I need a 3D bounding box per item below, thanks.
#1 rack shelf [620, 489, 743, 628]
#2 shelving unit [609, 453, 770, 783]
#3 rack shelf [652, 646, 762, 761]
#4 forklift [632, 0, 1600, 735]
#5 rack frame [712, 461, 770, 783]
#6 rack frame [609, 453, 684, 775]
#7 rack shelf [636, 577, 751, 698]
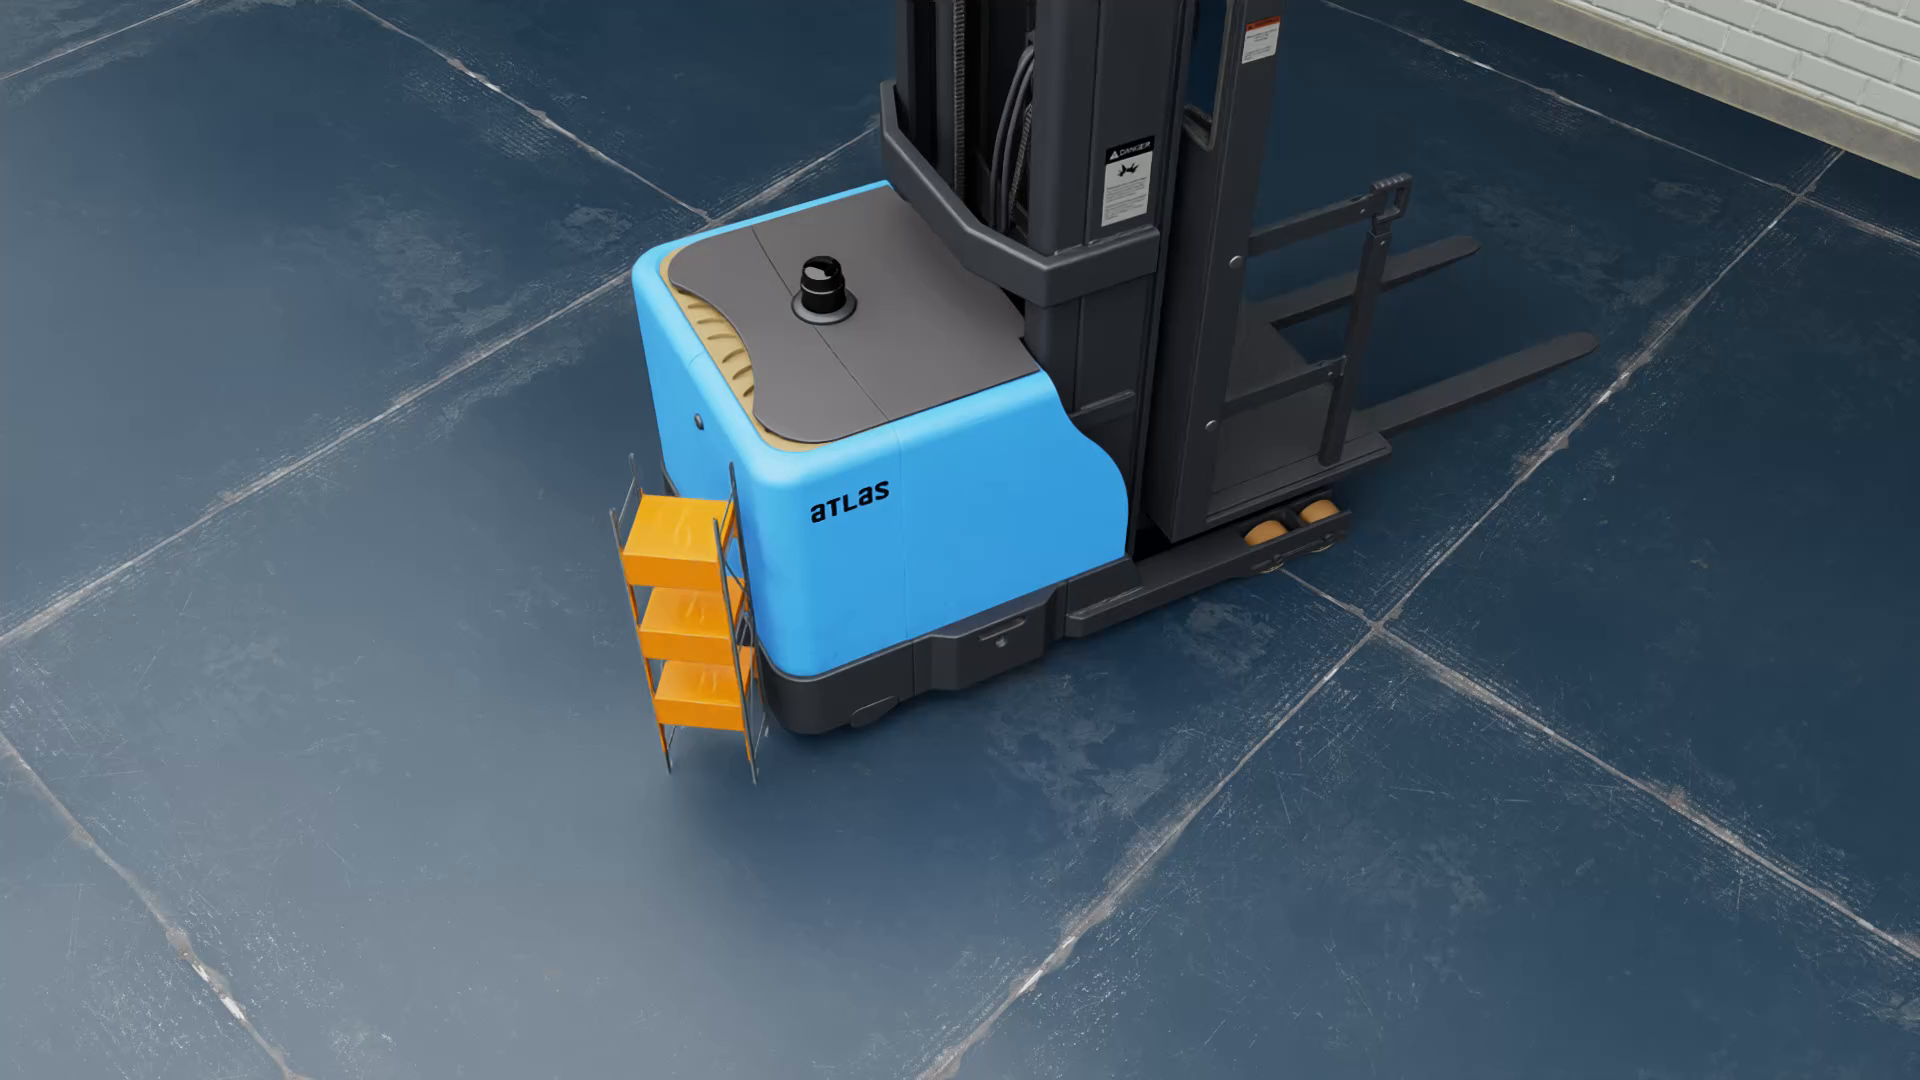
[{"bbox_3d":[-0.680,0.046,4.112,0.240,0.259,0.215,5,47,4],"label":"rack shelf"},{"bbox_3d":[-0.680,0.233,4.311,0.252,1.050,0.215,5,47,4],"label":"shelving unit"},{"bbox_3d":[-0.680,0.430,4.522,0.240,0.259,0.215,5,47,4],"label":"rack shelf"},{"bbox_3d":[0.644,-1.225,4.390,3.031,2.935,1.130,-20,50,-18],"label":"forklift"},{"bbox_3d":[-0.559,0.243,4.302,0.008,1.050,0.200,5,47,4],"label":"rack frame"},{"bbox_3d":[-0.801,0.223,4.321,0.008,1.050,0.200,5,47,4],"label":"rack frame"},{"bbox_3d":[-0.680,0.240,4.319,0.240,0.259,0.215,5,47,4],"label":"rack shelf"}]
